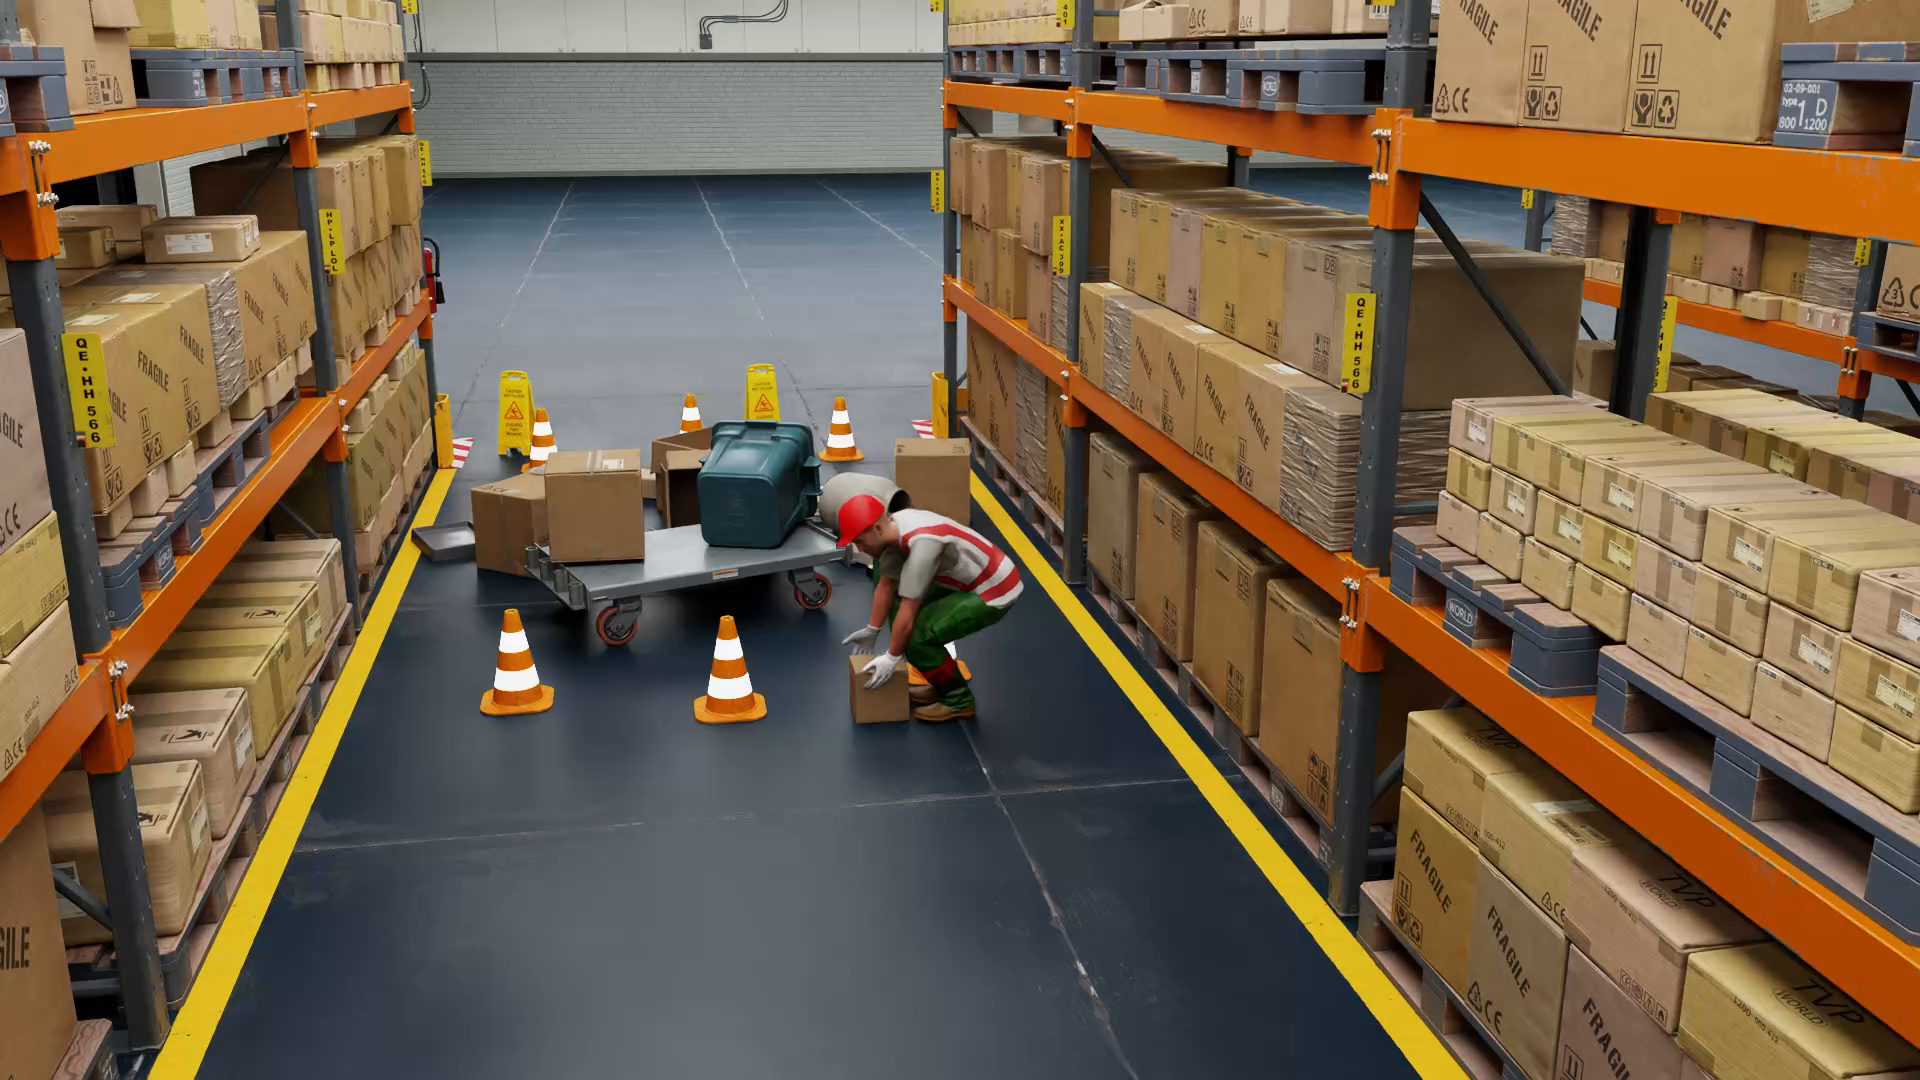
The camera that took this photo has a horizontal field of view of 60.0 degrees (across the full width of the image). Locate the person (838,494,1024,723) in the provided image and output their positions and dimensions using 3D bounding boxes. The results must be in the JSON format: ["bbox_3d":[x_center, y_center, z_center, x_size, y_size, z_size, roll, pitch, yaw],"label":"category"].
[{"bbox_3d":[-0.135,0.298,7.722,0.865,1.091,0.575,-3,16,-11],"label":"person"}]
